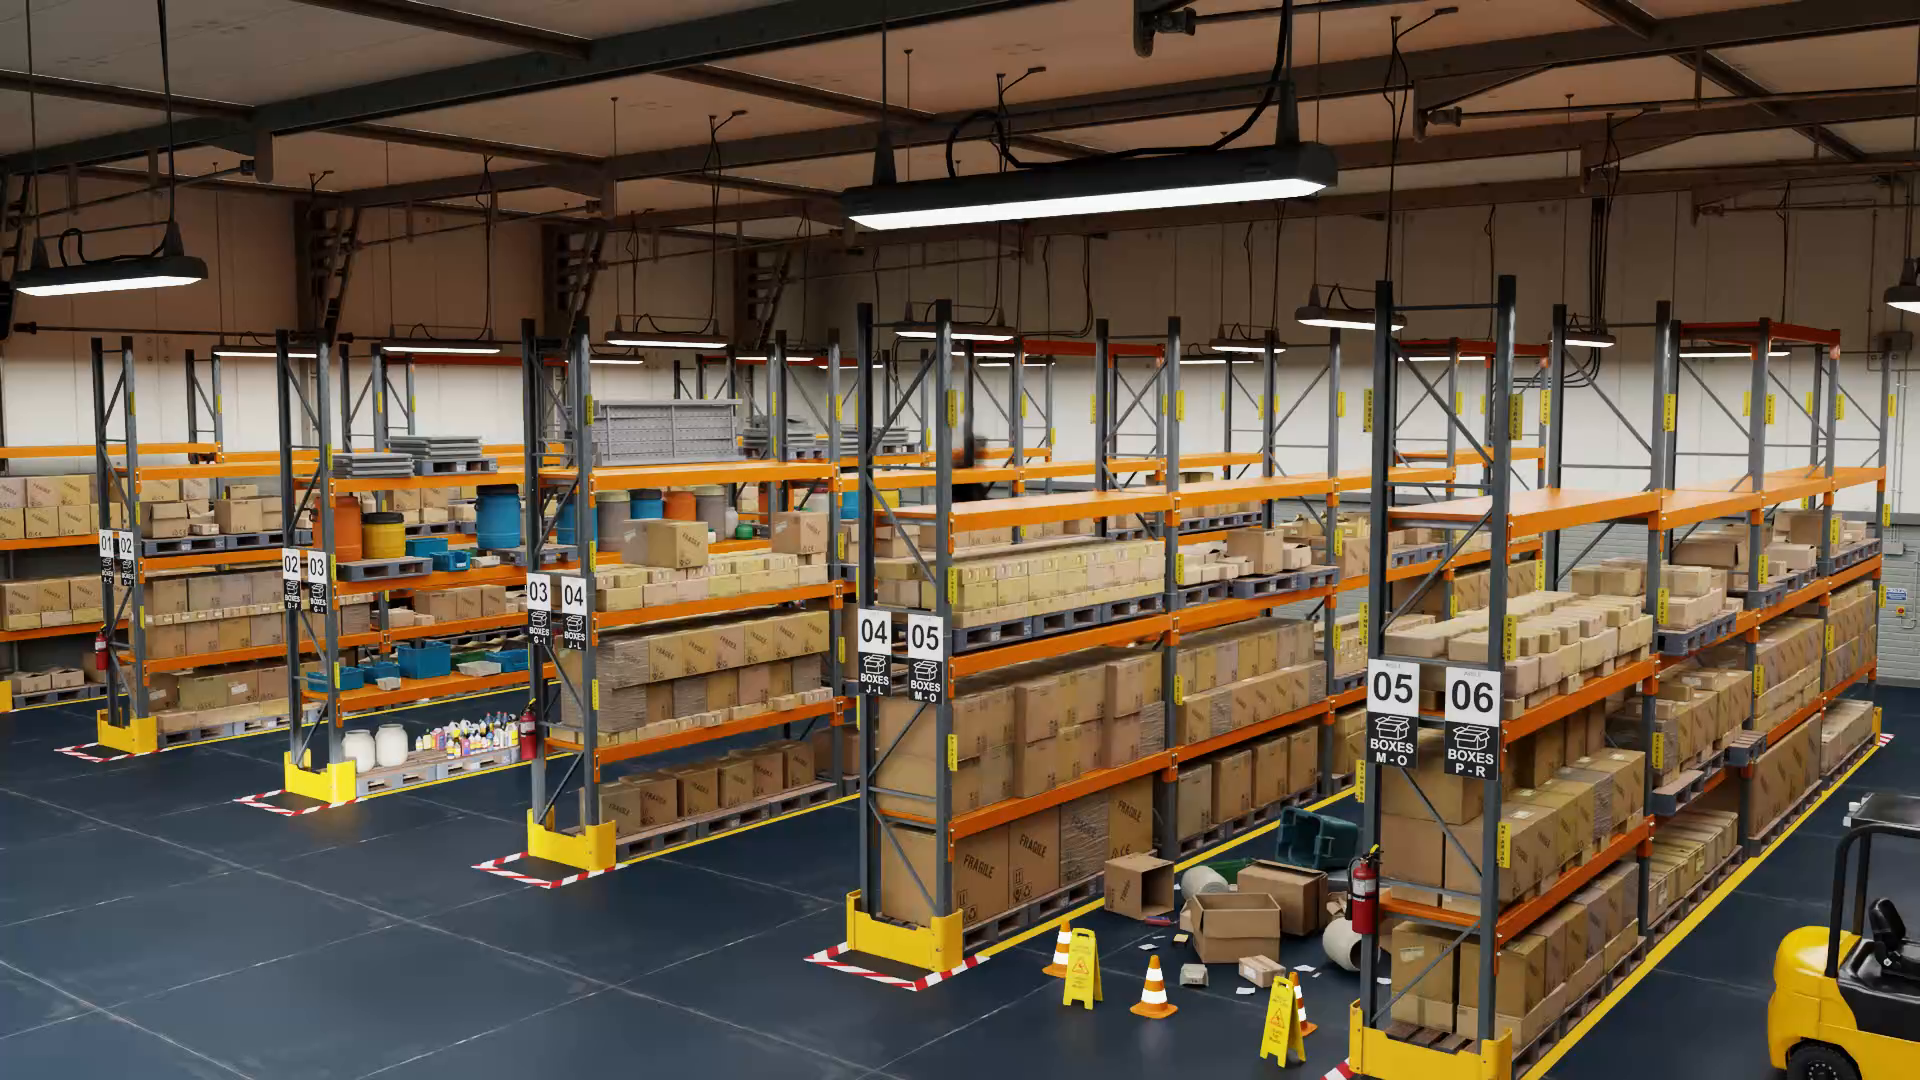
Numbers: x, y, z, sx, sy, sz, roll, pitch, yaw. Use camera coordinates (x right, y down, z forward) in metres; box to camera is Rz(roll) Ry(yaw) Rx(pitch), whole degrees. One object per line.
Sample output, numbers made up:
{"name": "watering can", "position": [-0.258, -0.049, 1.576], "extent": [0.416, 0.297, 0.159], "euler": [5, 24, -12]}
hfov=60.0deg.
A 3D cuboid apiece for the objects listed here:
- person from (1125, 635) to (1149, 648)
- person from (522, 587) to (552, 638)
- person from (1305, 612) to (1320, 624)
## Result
{"name": "person", "position": [2.465, 2.024, 22.881], "extent": [0.674, 1.754, 0.536], "euler": [4, 6, 36]}
{"name": "person", "position": [-8.503, 1.451, 33.454], "extent": [0.581, 1.690, 0.808], "euler": [3, 6, 32]}
{"name": "person", "position": [5.712, 1.989, 27.060], "extent": [0.615, 1.658, 0.642], "euler": [3, 6, 29]}
